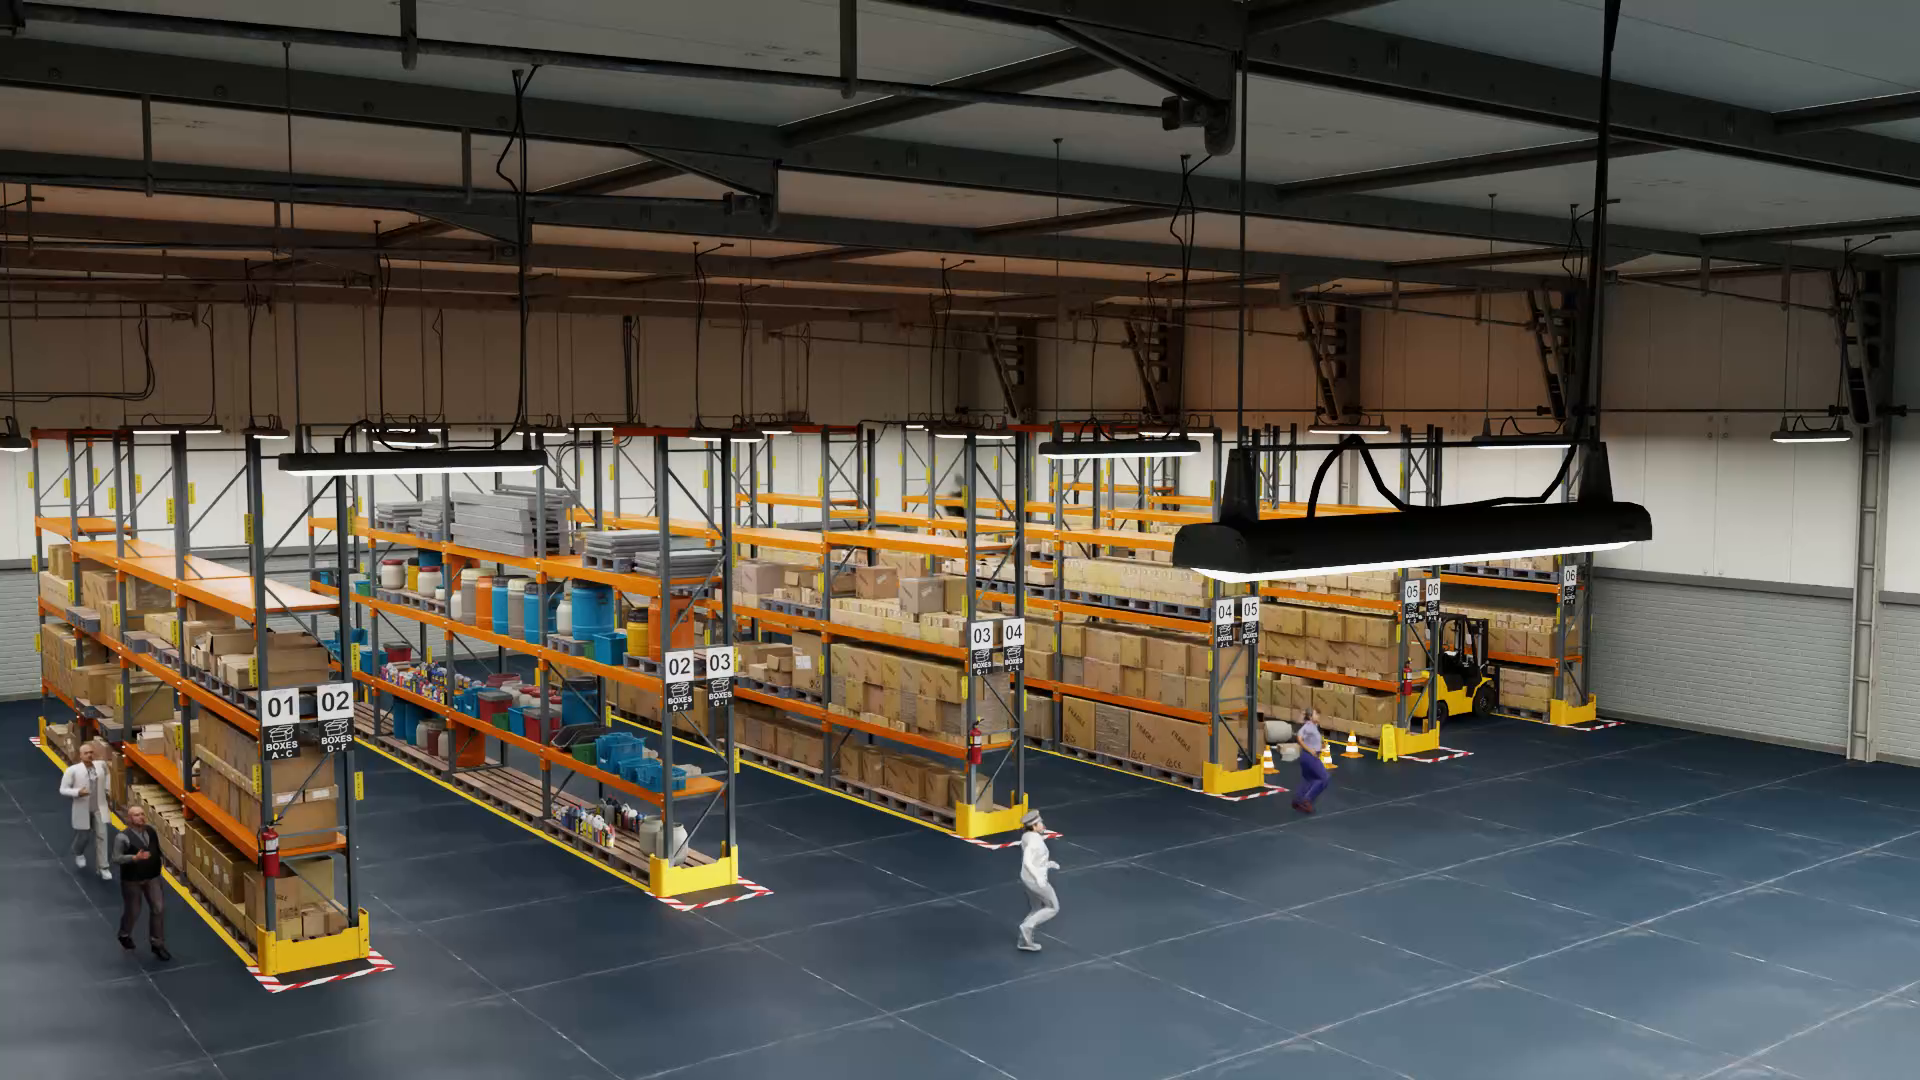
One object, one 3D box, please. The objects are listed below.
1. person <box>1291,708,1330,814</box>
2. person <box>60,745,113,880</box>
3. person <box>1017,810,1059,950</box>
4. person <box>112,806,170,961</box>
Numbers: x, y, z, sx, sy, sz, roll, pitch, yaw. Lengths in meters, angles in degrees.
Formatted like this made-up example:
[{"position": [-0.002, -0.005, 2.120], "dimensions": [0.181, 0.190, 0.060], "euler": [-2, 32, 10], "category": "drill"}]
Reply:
[{"position": [5.520, 3.471, 26.204], "dimensions": [0.593, 1.645, 0.637], "euler": [1, 5, 10], "category": "person"}, {"position": [-11.780, 3.649, 22.501], "dimensions": [0.708, 1.777, 1.050], "euler": [-4, 6, -45], "category": "person"}, {"position": [0.926, 3.977, 19.462], "dimensions": [0.535, 1.650, 0.605], "euler": [-1, 5, -14], "category": "person"}, {"position": [-9.464, 3.945, 19.206], "dimensions": [0.826, 1.752, 0.650], "euler": [3, 6, 37], "category": "person"}]
